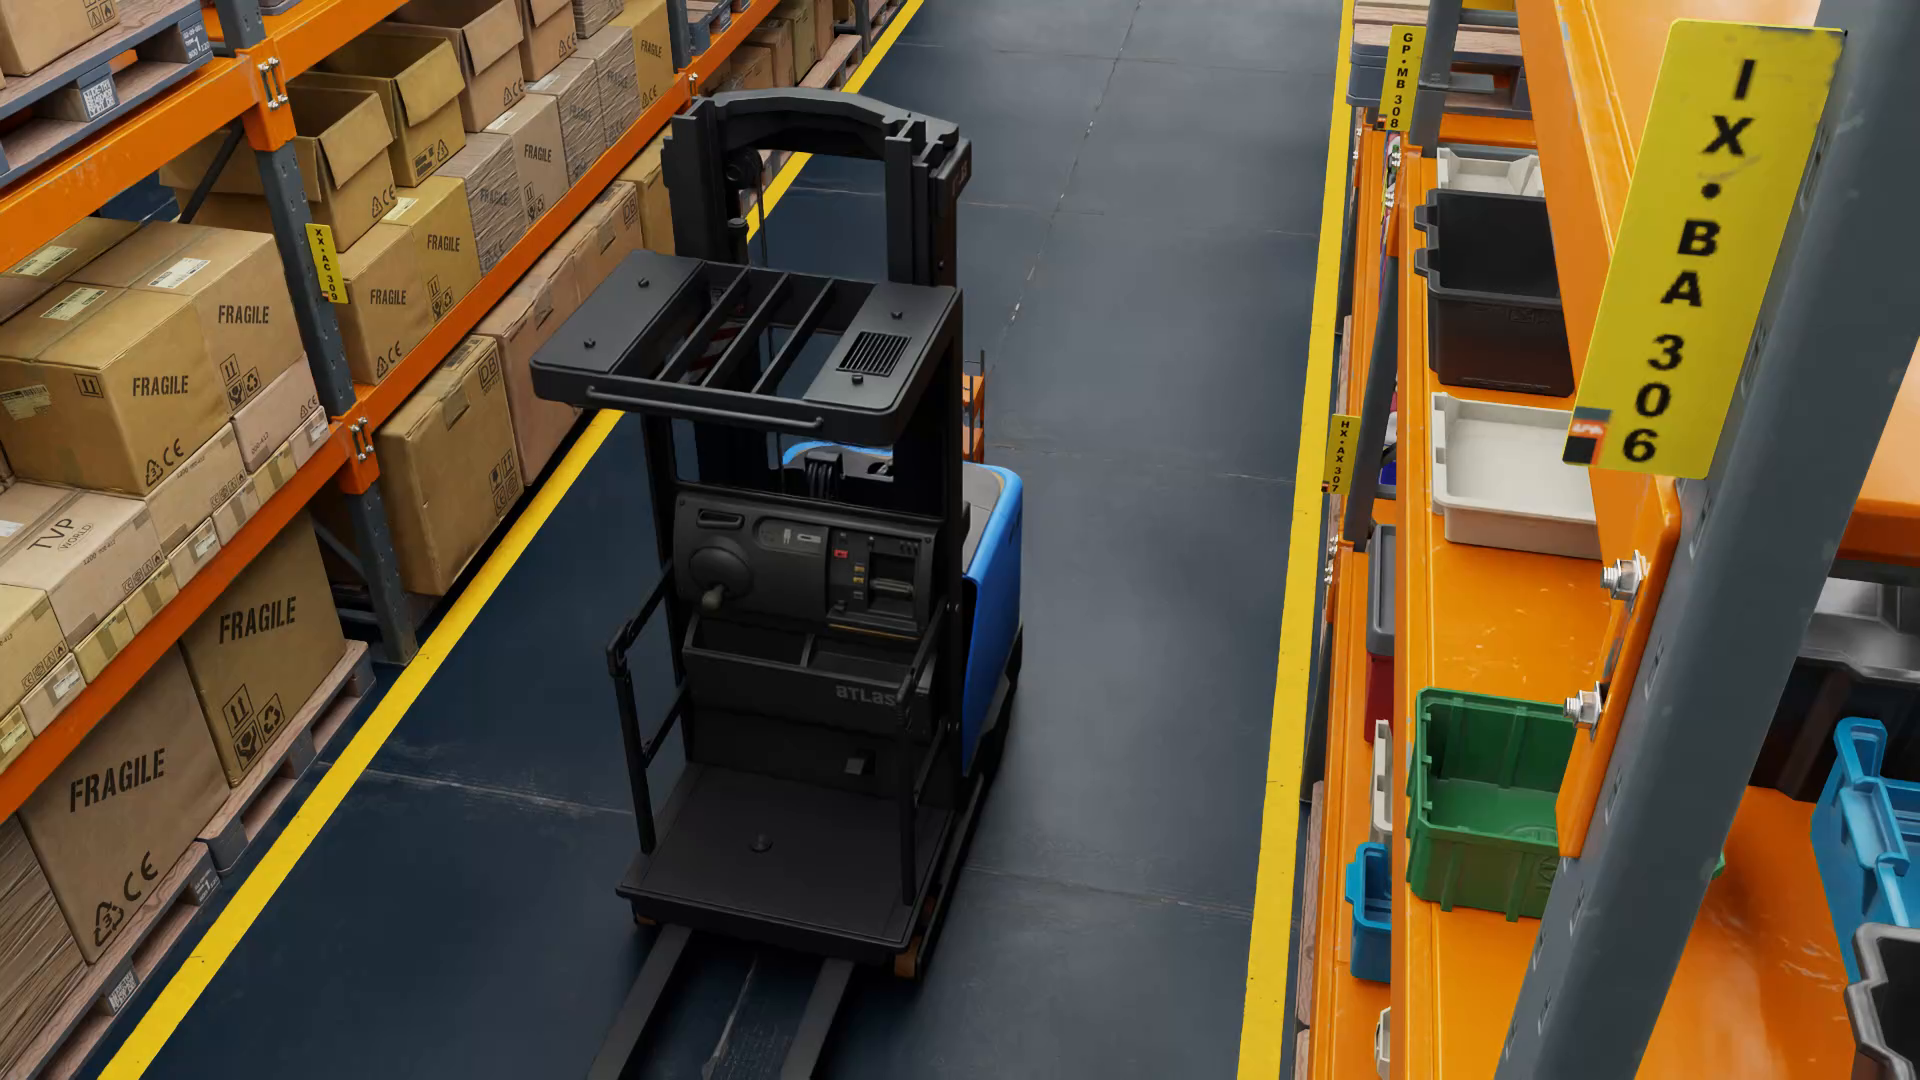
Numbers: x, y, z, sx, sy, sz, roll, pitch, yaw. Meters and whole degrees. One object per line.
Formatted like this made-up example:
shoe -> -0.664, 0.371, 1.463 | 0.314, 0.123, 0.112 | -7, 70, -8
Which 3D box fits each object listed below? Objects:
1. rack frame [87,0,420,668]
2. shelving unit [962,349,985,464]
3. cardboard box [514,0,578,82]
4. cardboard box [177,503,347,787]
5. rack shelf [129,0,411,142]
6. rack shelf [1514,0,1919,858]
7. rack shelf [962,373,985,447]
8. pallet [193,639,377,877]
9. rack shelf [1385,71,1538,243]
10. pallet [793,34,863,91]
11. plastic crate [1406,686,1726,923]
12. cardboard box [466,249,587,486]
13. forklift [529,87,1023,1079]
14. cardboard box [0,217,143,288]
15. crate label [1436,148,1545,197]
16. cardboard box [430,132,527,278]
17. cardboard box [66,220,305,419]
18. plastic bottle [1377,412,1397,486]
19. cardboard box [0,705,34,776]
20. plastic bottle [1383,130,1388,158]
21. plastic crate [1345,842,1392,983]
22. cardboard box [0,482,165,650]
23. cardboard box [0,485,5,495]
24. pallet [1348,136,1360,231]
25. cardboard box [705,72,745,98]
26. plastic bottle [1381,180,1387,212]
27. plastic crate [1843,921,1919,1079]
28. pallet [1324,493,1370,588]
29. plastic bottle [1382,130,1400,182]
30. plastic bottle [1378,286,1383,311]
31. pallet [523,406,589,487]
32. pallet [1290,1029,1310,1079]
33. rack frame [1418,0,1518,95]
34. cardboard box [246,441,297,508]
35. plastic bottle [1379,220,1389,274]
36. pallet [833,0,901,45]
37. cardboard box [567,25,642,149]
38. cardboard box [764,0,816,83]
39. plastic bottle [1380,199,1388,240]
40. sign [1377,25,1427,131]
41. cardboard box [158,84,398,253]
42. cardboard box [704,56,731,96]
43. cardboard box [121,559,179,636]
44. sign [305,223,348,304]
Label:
rack frame -> -2.957, -0.738, 6.712 | 1.000, 3.000, 0.127 | 7, 37, 10
shelving unit -> -0.011, -0.394, 7.900 | 0.215, 1.050, 0.252 | 7, 37, 10
cardboard box -> -2.416, -2.688, 8.462 | 0.797, 0.503, 0.637 | 8, 37, 11
cardboard box -> -3.176, 0.320, 6.704 | 0.875, 0.875, 0.875 | 7, 37, 10
rack shelf -> -2.529, -2.808, 7.625 | 1.077, 0.370, 4.000 | 7, 37, 10
rack shelf -> 1.455, -0.947, 2.842 | 1.077, 0.370, 4.000 | 7, 37, 10
rack shelf -> -0.011, -0.616, 7.739 | 0.215, 0.259, 0.240 | 7, 37, 10
pallet -> -3.196, 0.817, 6.943 | 1.003, 0.211, 1.213 | 7, 37, 10
rack shelf -> 2.309, -2.187, 6.769 | 1.077, 0.370, 4.000 | 7, 37, 10
pallet -> -1.413, -3.749, 13.243 | 1.003, 0.211, 1.213 | 7, 37, 10
plastic crate -> 0.959, 0.446, 2.703 | 0.450, 0.188, 0.336 | 7, 37, 10
cardboard box -> -2.649, -0.930, 8.429 | 1.225, 0.875, 0.875 | 6, 36, 8
forklift -> -0.592, 0.155, 5.538 | 1.130, 2.935, 3.031 | 9, 37, 12
cardboard box -> -3.309, -0.859, 6.114 | 0.500, 0.500, 0.500 | 7, 37, 10
crate label -> 1.495, -0.981, 4.716 | 0.293, 0.136, 0.466 | 7, 37, 10
cardboard box -> -2.400, -1.586, 7.797 | 0.500, 0.500, 0.500 | 7, 36, 9
cardboard box -> -2.794, -0.804, 6.039 | 0.500, 0.500, 0.500 | 8, 37, 11
plastic bottle -> 1.650, -0.334, 6.260 | 0.152, 0.276, 0.135 | 7, 37, 10
cardboard box -> -3.086, 0.613, 5.063 | 0.380, 0.149, 0.250 | 6, 36, 9
plastic bottle -> 2.328, -2.153, 8.770 | 0.152, 0.276, 0.135 | 7, 37, 10
plastic crate -> 1.216, 1.010, 4.392 | 0.416, 0.233, 0.300 | 7, 37, 10
cardboard box -> -3.012, 0.078, 5.461 | 0.500, 0.250, 0.500 | 8, 37, 11
cardboard box -> -3.529, 0.021, 5.539 | 0.500, 0.250, 0.500 | 8, 37, 11
pallet -> 3.202, -2.418, 11.406 | 1.003, 0.211, 1.213 | 7, 37, 10
cardboard box -> -1.873, -2.904, 11.455 | 0.700, 0.500, 0.500 | 4, 36, 6
plastic bottle -> 2.149, -1.718, 8.233 | 0.097, 0.201, 0.097 | 0, 36, 0
plastic crate -> 1.382, 0.828, 2.106 | 0.497, 0.269, 0.590 | 7, 37, 10
pallet -> 2.346, -0.127, 8.245 | 1.003, 0.211, 1.213 | 7, 37, 10
plastic bottle -> 2.213, -1.973, 8.516 | 0.061, 0.283, 0.133 | 7, 37, 10
plastic bottle -> 1.912, -1.082, 7.356 | 0.097, 0.201, 0.097 | 0, 36, 0
pallet -> -2.607, -0.762, 9.122 | 1.003, 0.211, 1.213 | 7, 37, 10
pallet -> 1.504, 2.140, 5.118 | 1.003, 0.211, 1.213 | 7, 37, 10
rack frame -> 1.882, -2.546, 4.095 | 1.000, 3.000, 0.127 | 7, 37, 10
cardboard box -> -2.757, -0.273, 6.284 | 0.380, 0.149, 0.250 | 8, 37, 11
plastic bottle -> 2.032, -1.358, 7.673 | 0.152, 0.276, 0.135 | 7, 37, 10
pallet -> -1.139, -4.585, 14.396 | 1.003, 0.211, 1.213 | 7, 37, 10
cardboard box -> -2.078, -2.473, 9.021 | 0.500, 0.500, 0.500 | 7, 37, 10
cardboard box -> -1.520, -3.870, 12.789 | 0.700, 0.500, 0.500 | 7, 37, 10
plastic bottle -> 2.079, -1.558, 7.953 | 0.097, 0.271, 0.097 | 0, 36, 0
sign -> 1.345, -1.405, 5.070 | 0.100, 0.325, 0.005 | 7, 37, 10
cardboard box -> -2.828, -1.552, 6.895 | 0.797, 0.503, 0.637 | 6, 36, 9
cardboard box -> -1.885, -3.194, 11.217 | 0.500, 0.250, 0.500 | 11, 37, 15
cardboard box -> -2.921, 0.170, 5.674 | 0.380, 0.149, 0.250 | 8, 37, 11
sign -> -2.414, -1.052, 6.340 | 0.100, 0.325, 0.005 | 7, 37, 10
